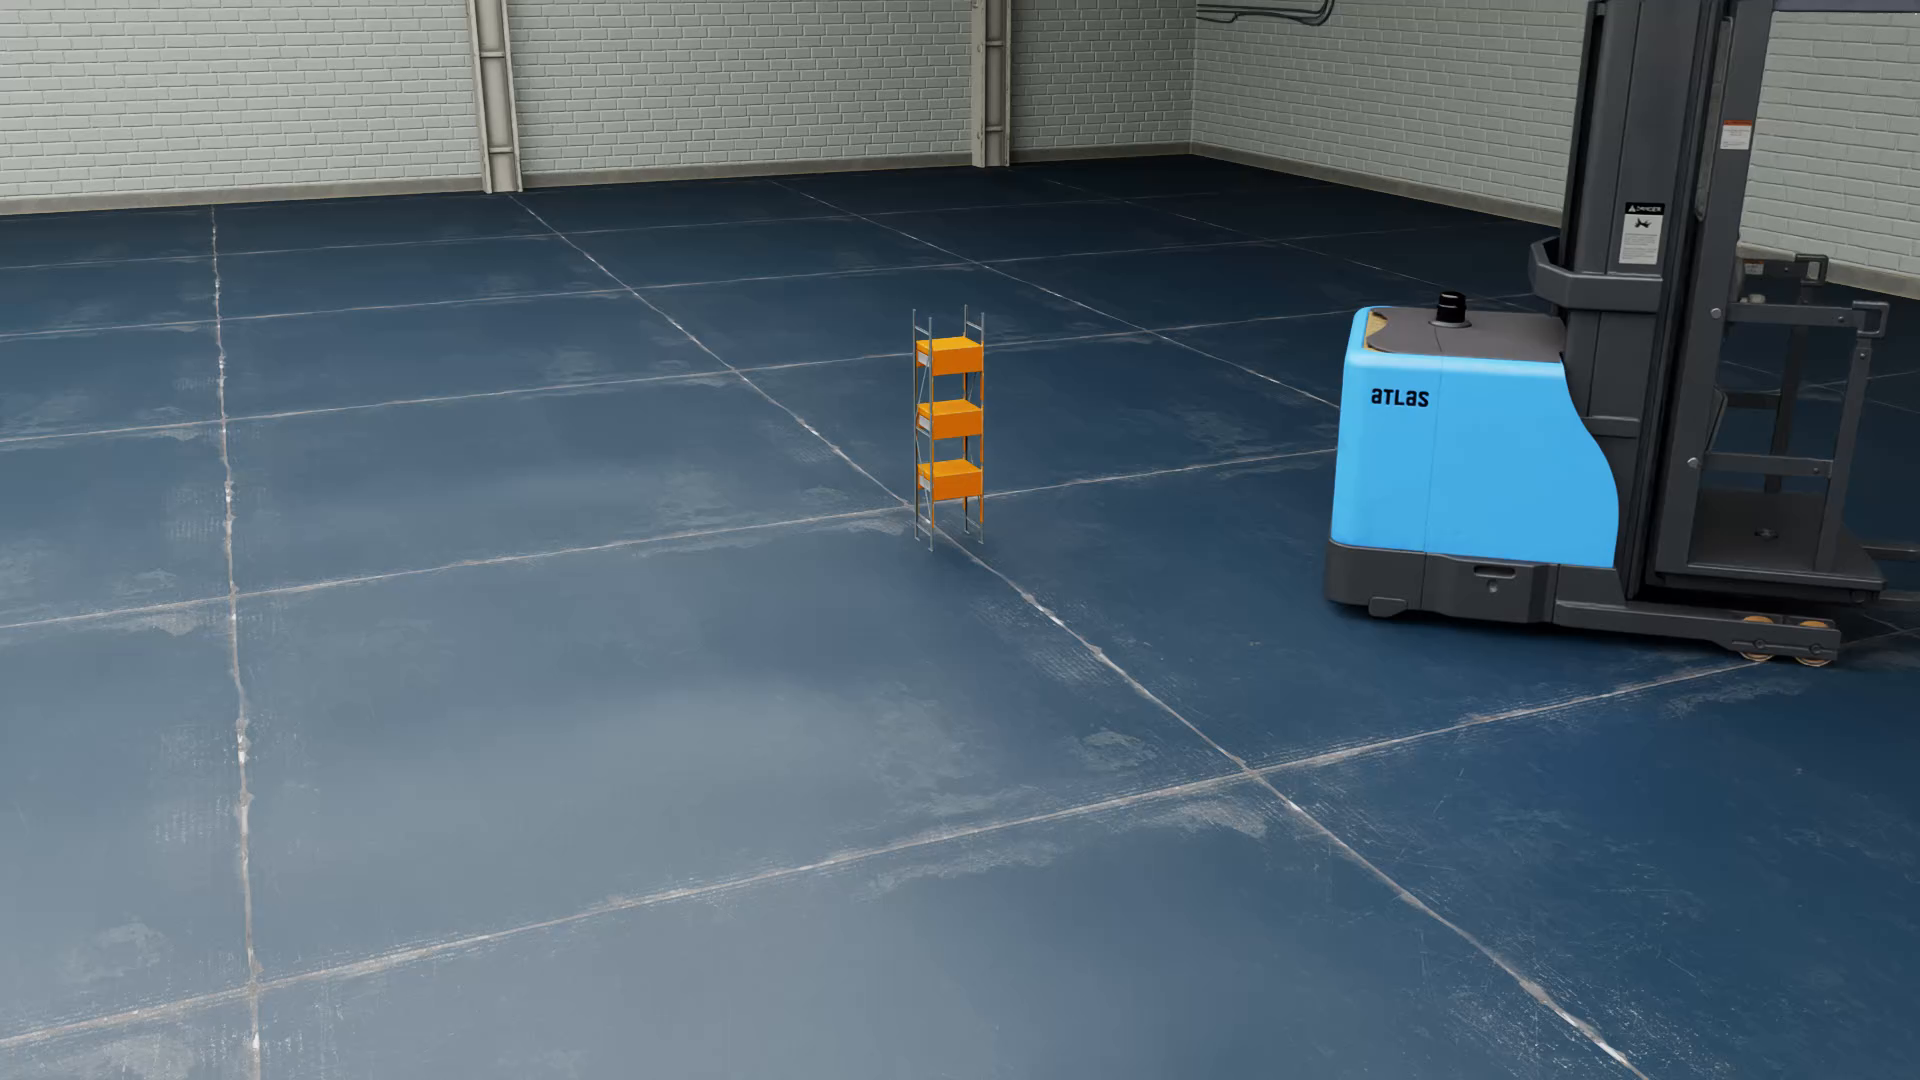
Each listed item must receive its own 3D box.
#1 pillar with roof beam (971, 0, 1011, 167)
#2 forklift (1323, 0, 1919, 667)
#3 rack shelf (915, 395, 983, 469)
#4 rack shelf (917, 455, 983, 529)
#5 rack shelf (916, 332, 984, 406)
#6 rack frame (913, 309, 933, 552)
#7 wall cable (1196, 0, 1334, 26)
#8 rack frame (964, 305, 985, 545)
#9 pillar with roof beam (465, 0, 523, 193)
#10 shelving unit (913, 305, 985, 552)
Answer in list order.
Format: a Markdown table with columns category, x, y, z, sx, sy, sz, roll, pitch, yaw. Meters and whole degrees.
| category | x | y | z | sx | sy | sz | roll | pitch | yaw |
| --- | --- | --- | --- | --- | --- | --- | --- | --- | --- |
| pillar with roof beam | 2.089 | -7.640 | 15.670 | 0.400 | 9.000 | 9.100 | -8 | 21 | -22 |
| forklift | 3.037 | -1.108 | 6.255 | 3.031 | 2.935 | 1.130 | 5 | 20 | 14 |
| rack shelf | -0.049 | -0.478 | 7.331 | 0.240 | 0.259 | 0.215 | -8 | 21 | -22 |
| rack shelf | -0.049 | -0.216 | 7.423 | 0.240 | 0.259 | 0.215 | -8 | 21 | -22 |
| rack shelf | -0.049 | -0.746 | 7.237 | 0.240 | 0.259 | 0.215 | -8 | 21 | -22 |
| rack frame | -0.161 | -0.472 | 7.282 | 0.008 | 1.050 | 0.200 | -8 | 21 | -22 |
| wall cable | 3.612 | -7.472 | 19.870 | 0.112 | 2.526 | 3.097 | -8 | 21 | -22 |
| rack frame | 0.063 | -0.504 | 7.373 | 0.008 | 1.050 | 0.200 | -8 | 21 | -22 |
| pillar with roof beam | -3.420 | -6.851 | 13.429 | 0.400 | 9.000 | 9.100 | -8 | 21 | -22 |
| shelving unit | -0.049 | -0.488 | 7.328 | 0.252 | 1.050 | 0.215 | -8 | 21 | -22 |
